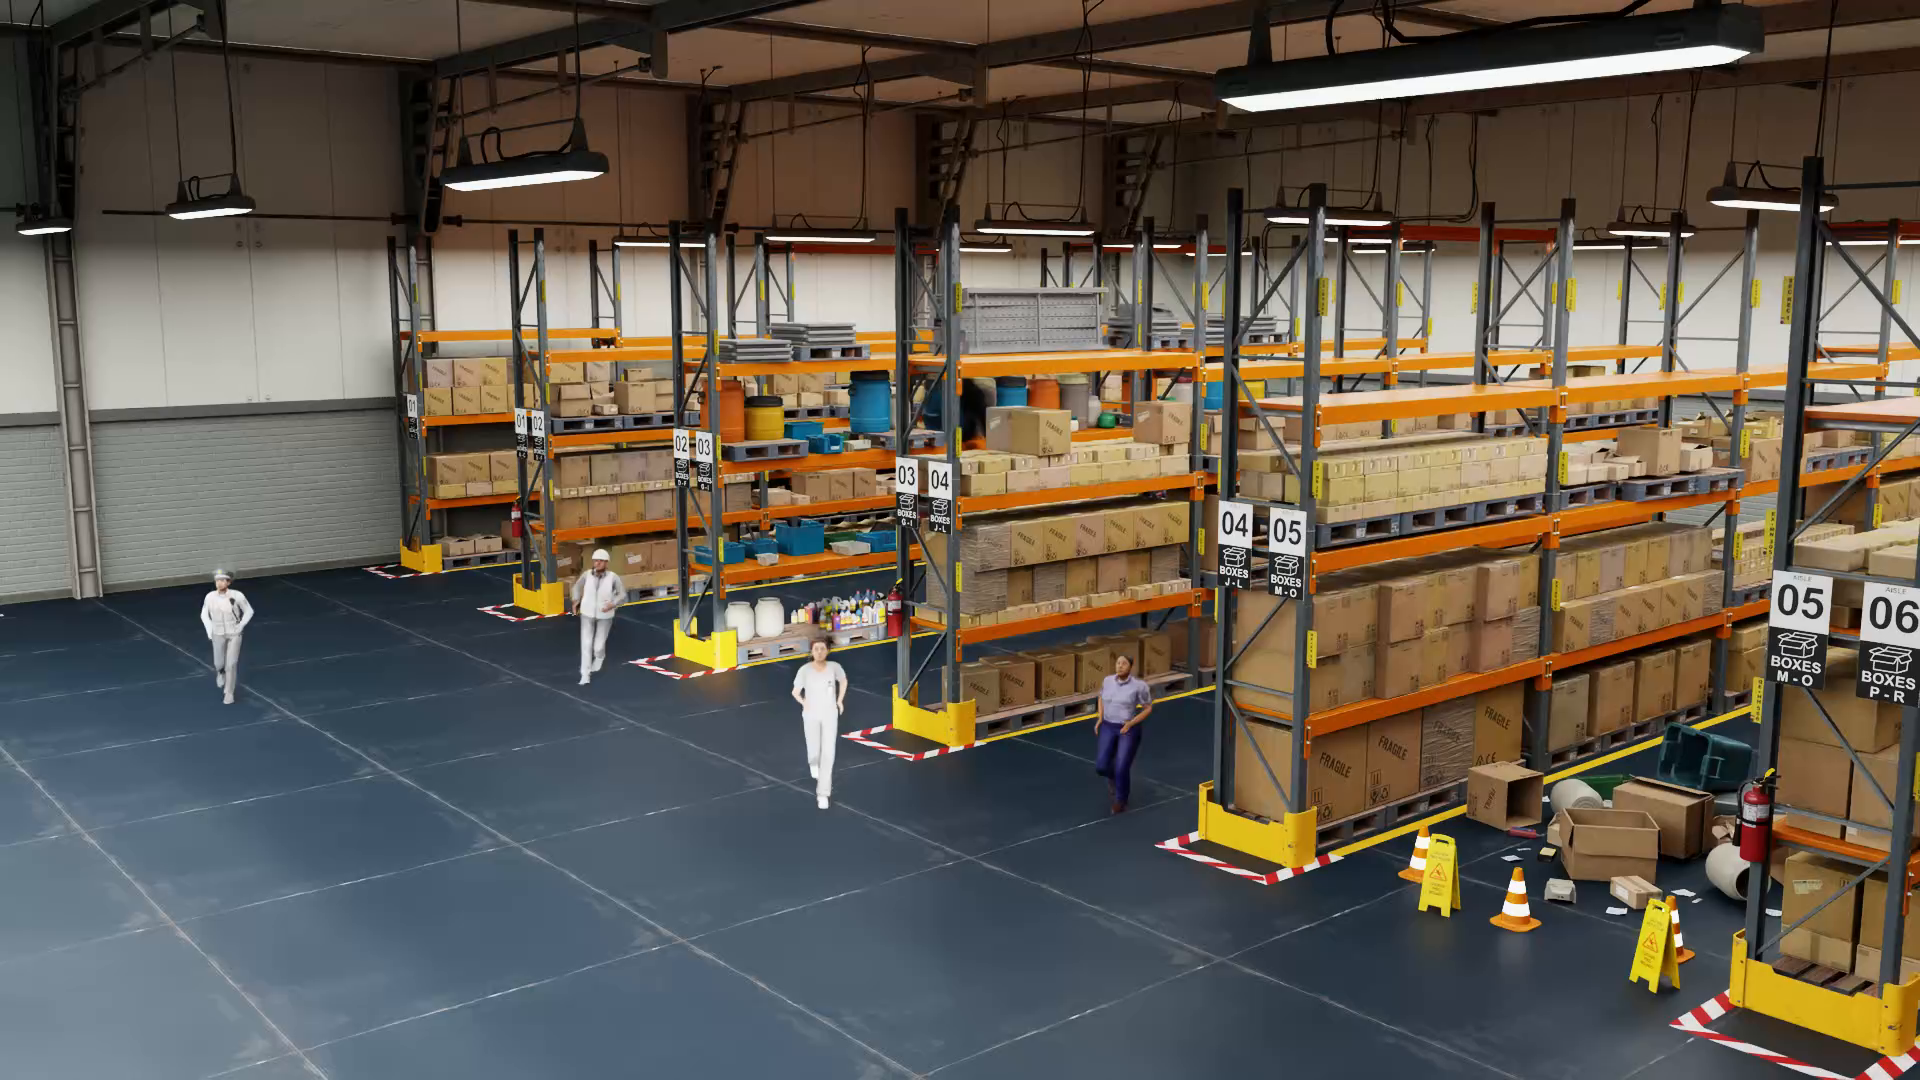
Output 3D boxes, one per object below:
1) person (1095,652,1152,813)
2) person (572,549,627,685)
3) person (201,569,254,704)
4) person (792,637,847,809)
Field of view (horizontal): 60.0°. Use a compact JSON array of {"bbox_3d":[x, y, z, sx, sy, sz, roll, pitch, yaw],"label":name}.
[{"bbox_3d":[1.586,1.895,16.357,0.593,1.607,0.537,4,10,26],"label":"person"},{"bbox_3d":[-4.731,0.977,21.840,0.715,1.742,0.742,0,9,-3],"label":"person"},{"bbox_3d":[-9.152,1.172,20.813,0.617,1.677,0.606,-2,9,-15],"label":"person"},{"bbox_3d":[-1.403,1.790,16.761,0.567,1.659,0.881,-1,9,-9],"label":"person"}]
